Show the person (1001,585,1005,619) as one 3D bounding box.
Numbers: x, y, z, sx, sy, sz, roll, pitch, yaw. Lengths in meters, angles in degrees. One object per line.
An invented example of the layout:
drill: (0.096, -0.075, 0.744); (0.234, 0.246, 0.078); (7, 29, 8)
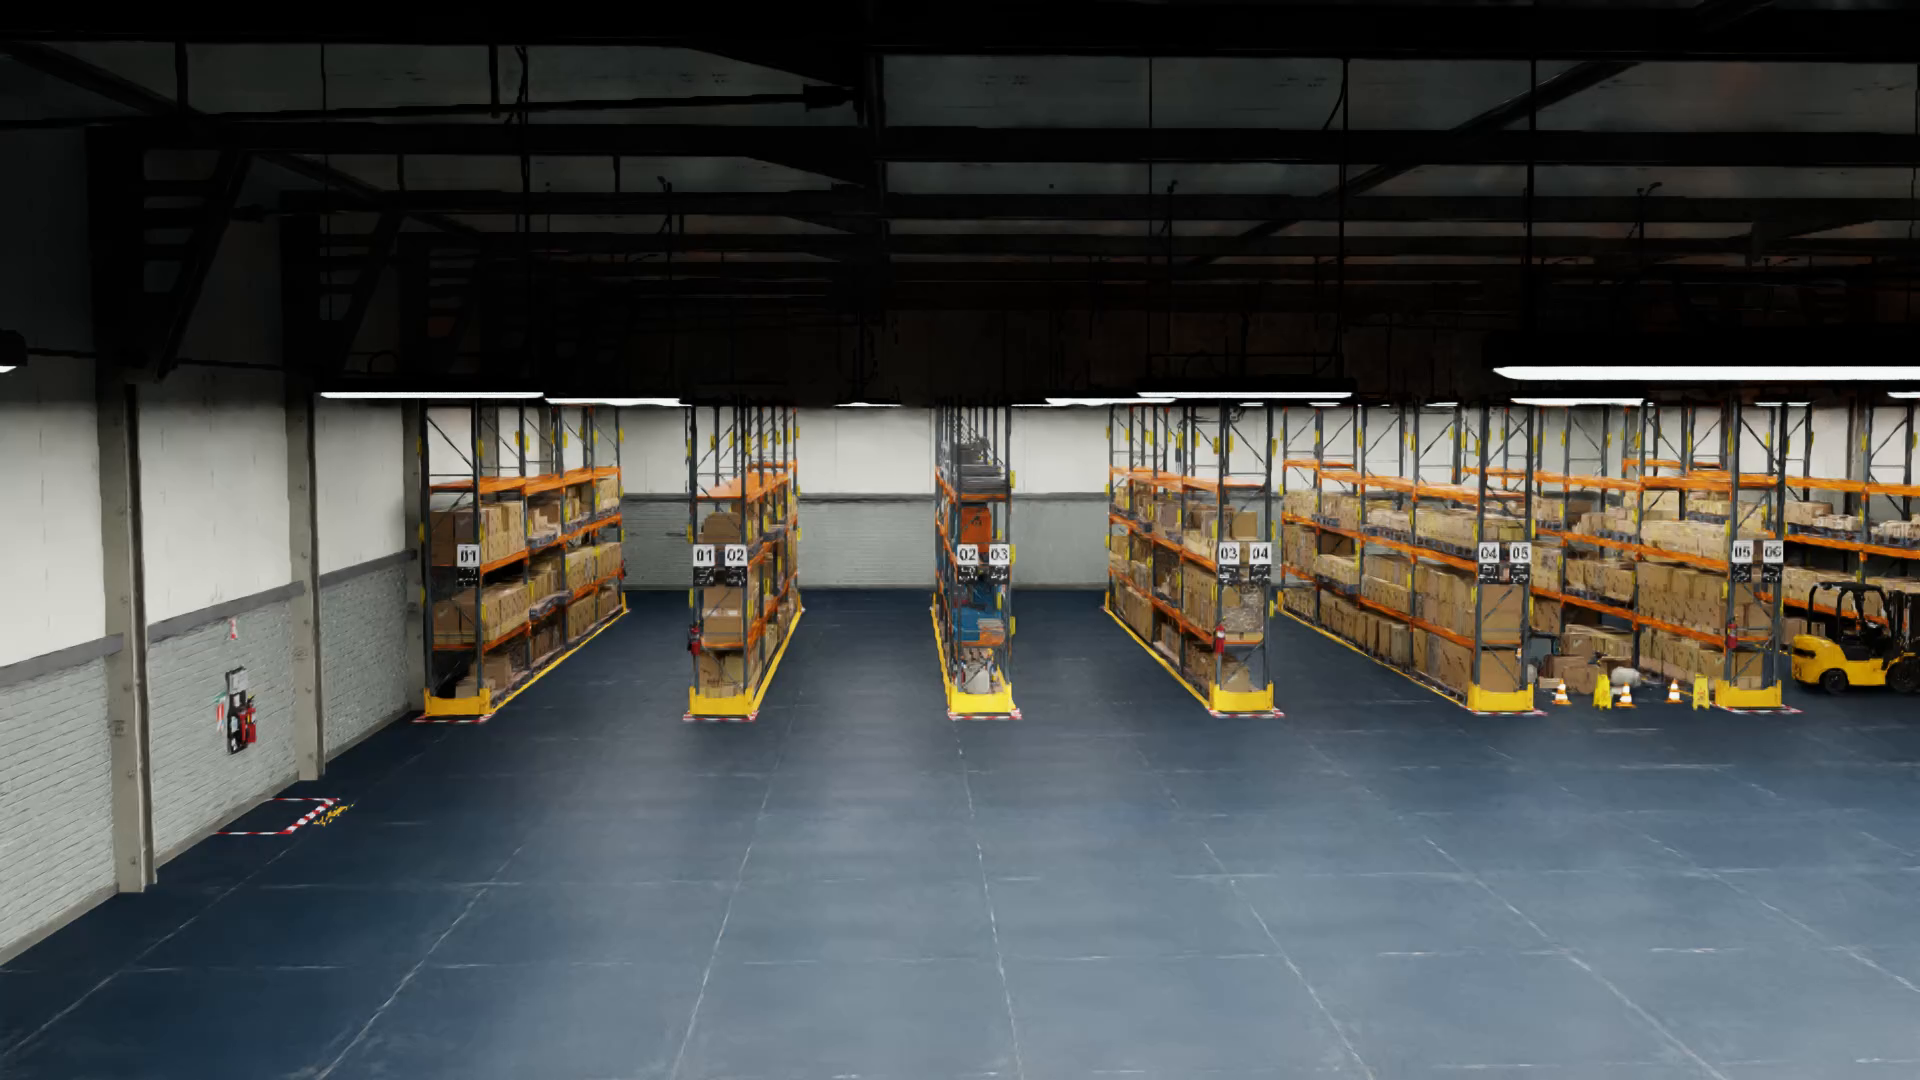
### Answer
person: (1.030, 1.407, 44.673); (0.613, 1.589, 0.802); (-2, 5, -22)

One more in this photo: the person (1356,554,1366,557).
person: (11.861, 0.988, 49.129); (0.503, 1.717, 0.707); (-3, 5, -29)

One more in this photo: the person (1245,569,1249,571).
person: (8.607, 0.839, 50.866); (0.603, 1.778, 0.569); (-3, 6, -37)
